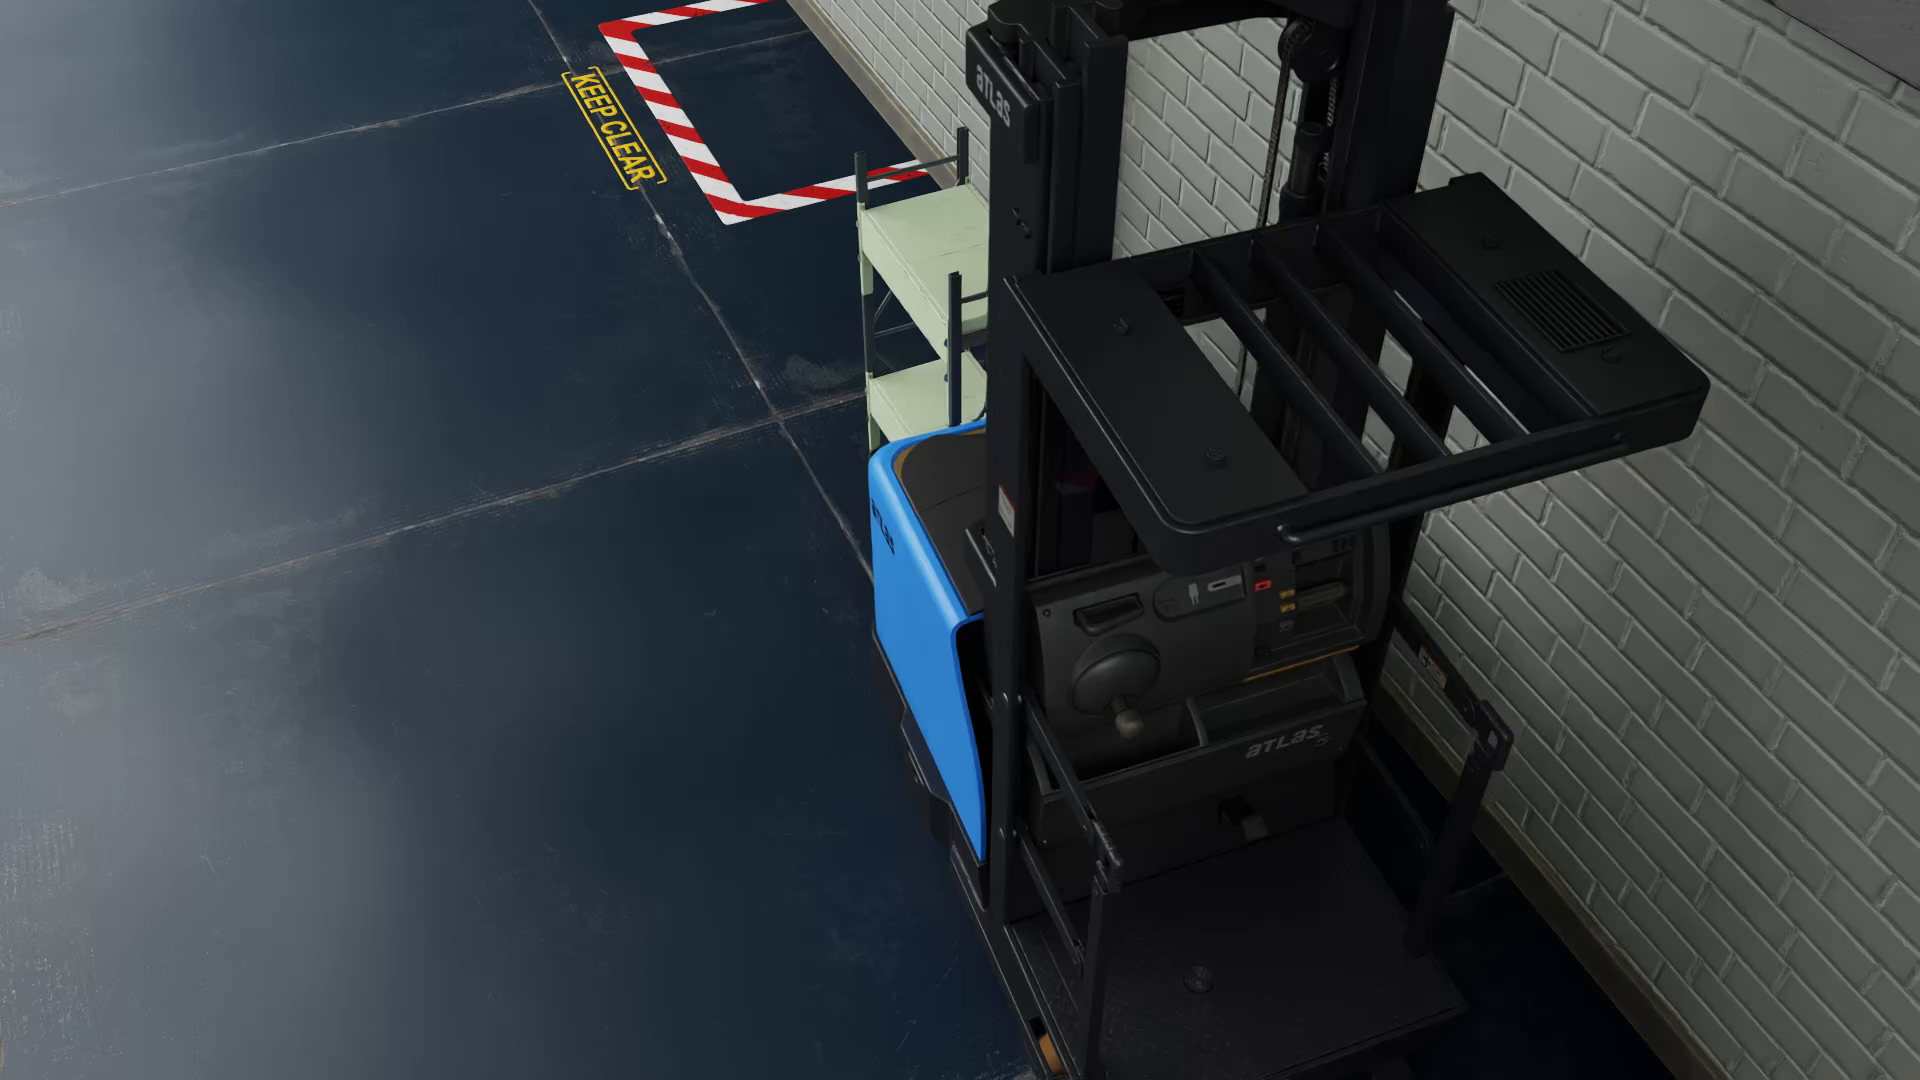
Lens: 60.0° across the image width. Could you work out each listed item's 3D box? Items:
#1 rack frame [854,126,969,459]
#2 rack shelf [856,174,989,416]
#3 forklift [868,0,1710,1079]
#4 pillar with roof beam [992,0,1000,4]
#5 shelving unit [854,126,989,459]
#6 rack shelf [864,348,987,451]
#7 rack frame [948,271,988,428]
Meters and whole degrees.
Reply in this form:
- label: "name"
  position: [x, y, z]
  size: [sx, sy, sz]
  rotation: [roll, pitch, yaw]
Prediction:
- label: "rack frame"
  position: [-0.157, -0.771, 5.964]
  size: [0.400, 1.500, 0.023]
  rotation: [-18, 47, -17]
- label: "rack shelf"
  position: [-0.003, -0.816, 5.453]
  size: [0.431, 0.370, 0.720]
  rotation: [-18, 47, -17]
- label: "forklift"
  position: [0.697, 0.290, 3.869]
  size: [1.130, 2.935, 3.031]
  rotation: [-15, 46, -14]
- label: "pillar with roof beam"
  position: [-3.567, -2.769, 2.649]
  size: [9.100, 9.000, 0.400]
  rotation: [-18, 47, -17]
- label: "shelving unit"
  position: [-0.003, -0.538, 5.728]
  size: [0.431, 1.500, 0.755]
  rotation: [-18, 47, -17]
- label: "rack shelf"
  position: [-0.003, -0.306, 5.957]
  size: [0.431, 0.370, 0.720]
  rotation: [-18, 47, -17]
- label: "rack frame"
  position: [0.151, -0.305, 5.491]
  size: [0.400, 1.500, 0.023]
  rotation: [-18, 47, -17]
